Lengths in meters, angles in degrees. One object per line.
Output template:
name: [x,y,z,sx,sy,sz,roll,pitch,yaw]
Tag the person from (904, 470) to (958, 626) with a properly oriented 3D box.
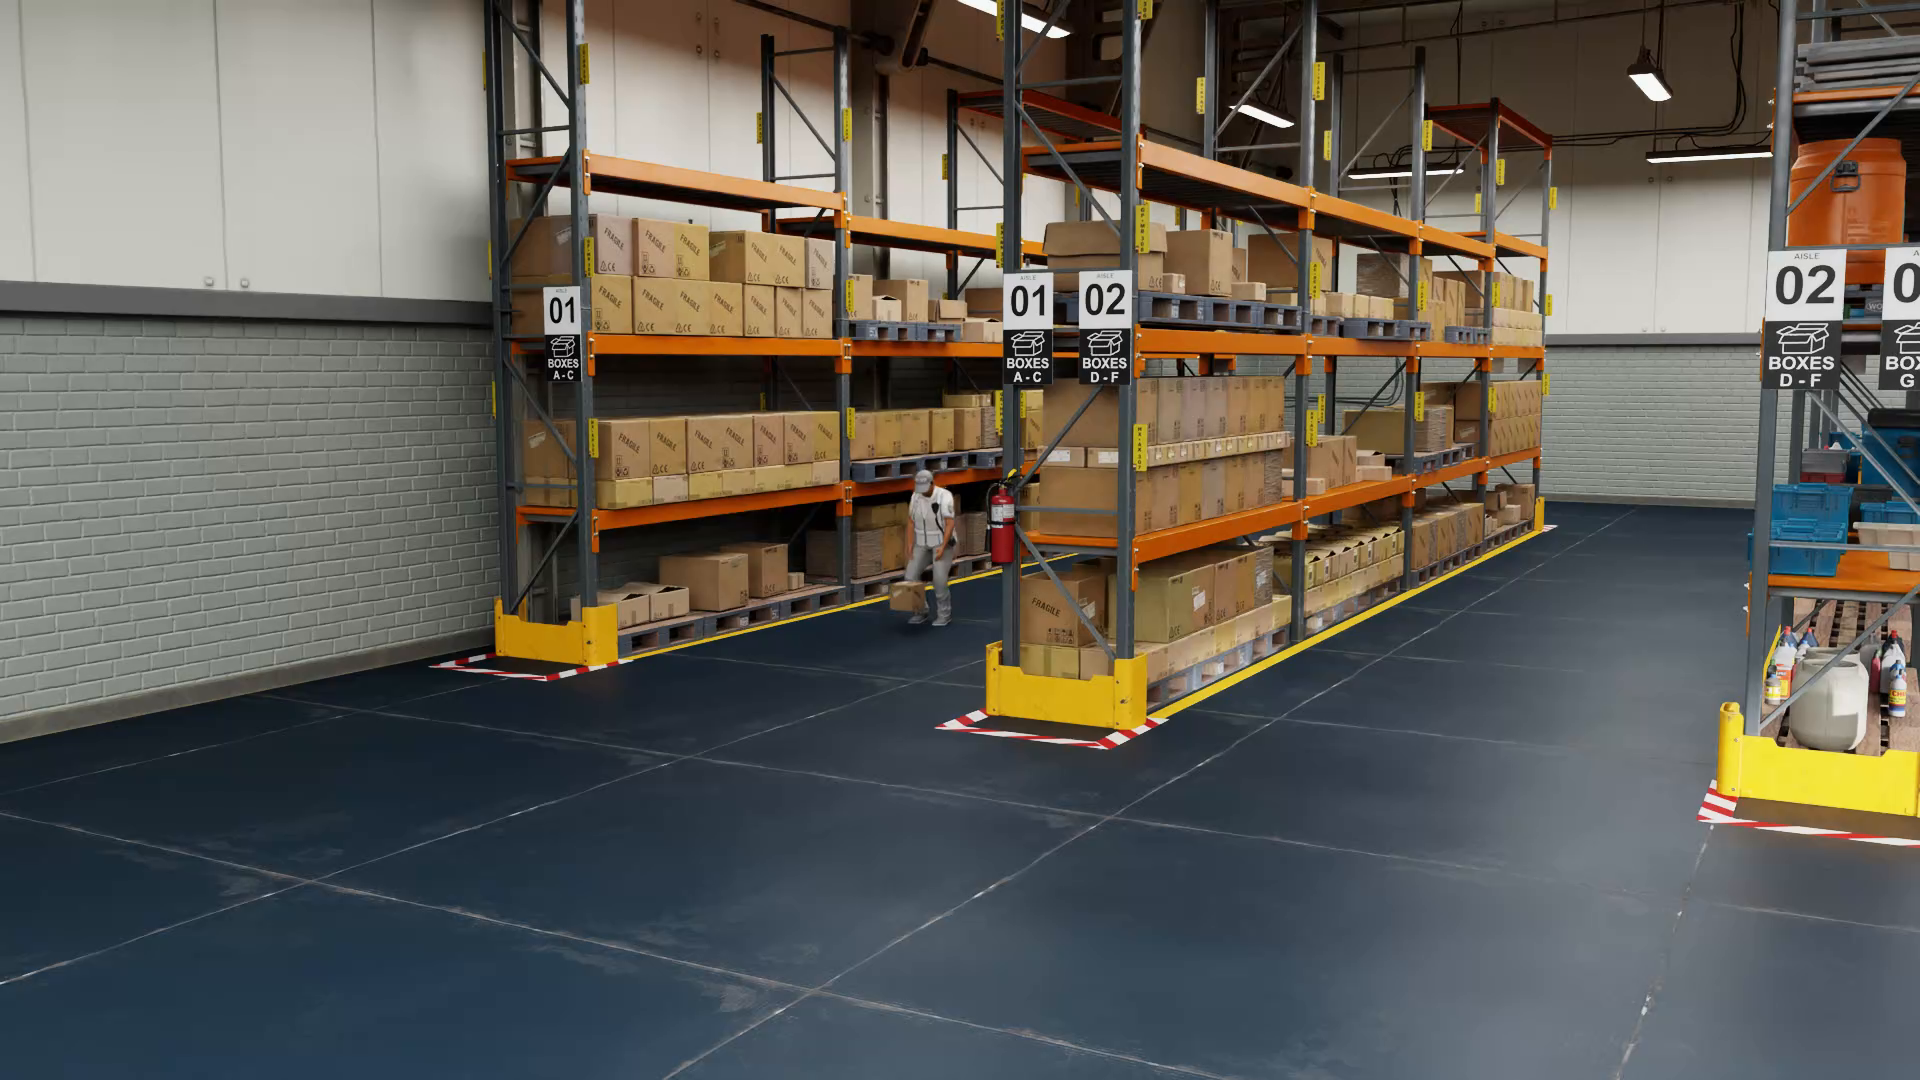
person: [-0.273,0.069,16.364,0.519,1.541,0.591,3,7,30]
